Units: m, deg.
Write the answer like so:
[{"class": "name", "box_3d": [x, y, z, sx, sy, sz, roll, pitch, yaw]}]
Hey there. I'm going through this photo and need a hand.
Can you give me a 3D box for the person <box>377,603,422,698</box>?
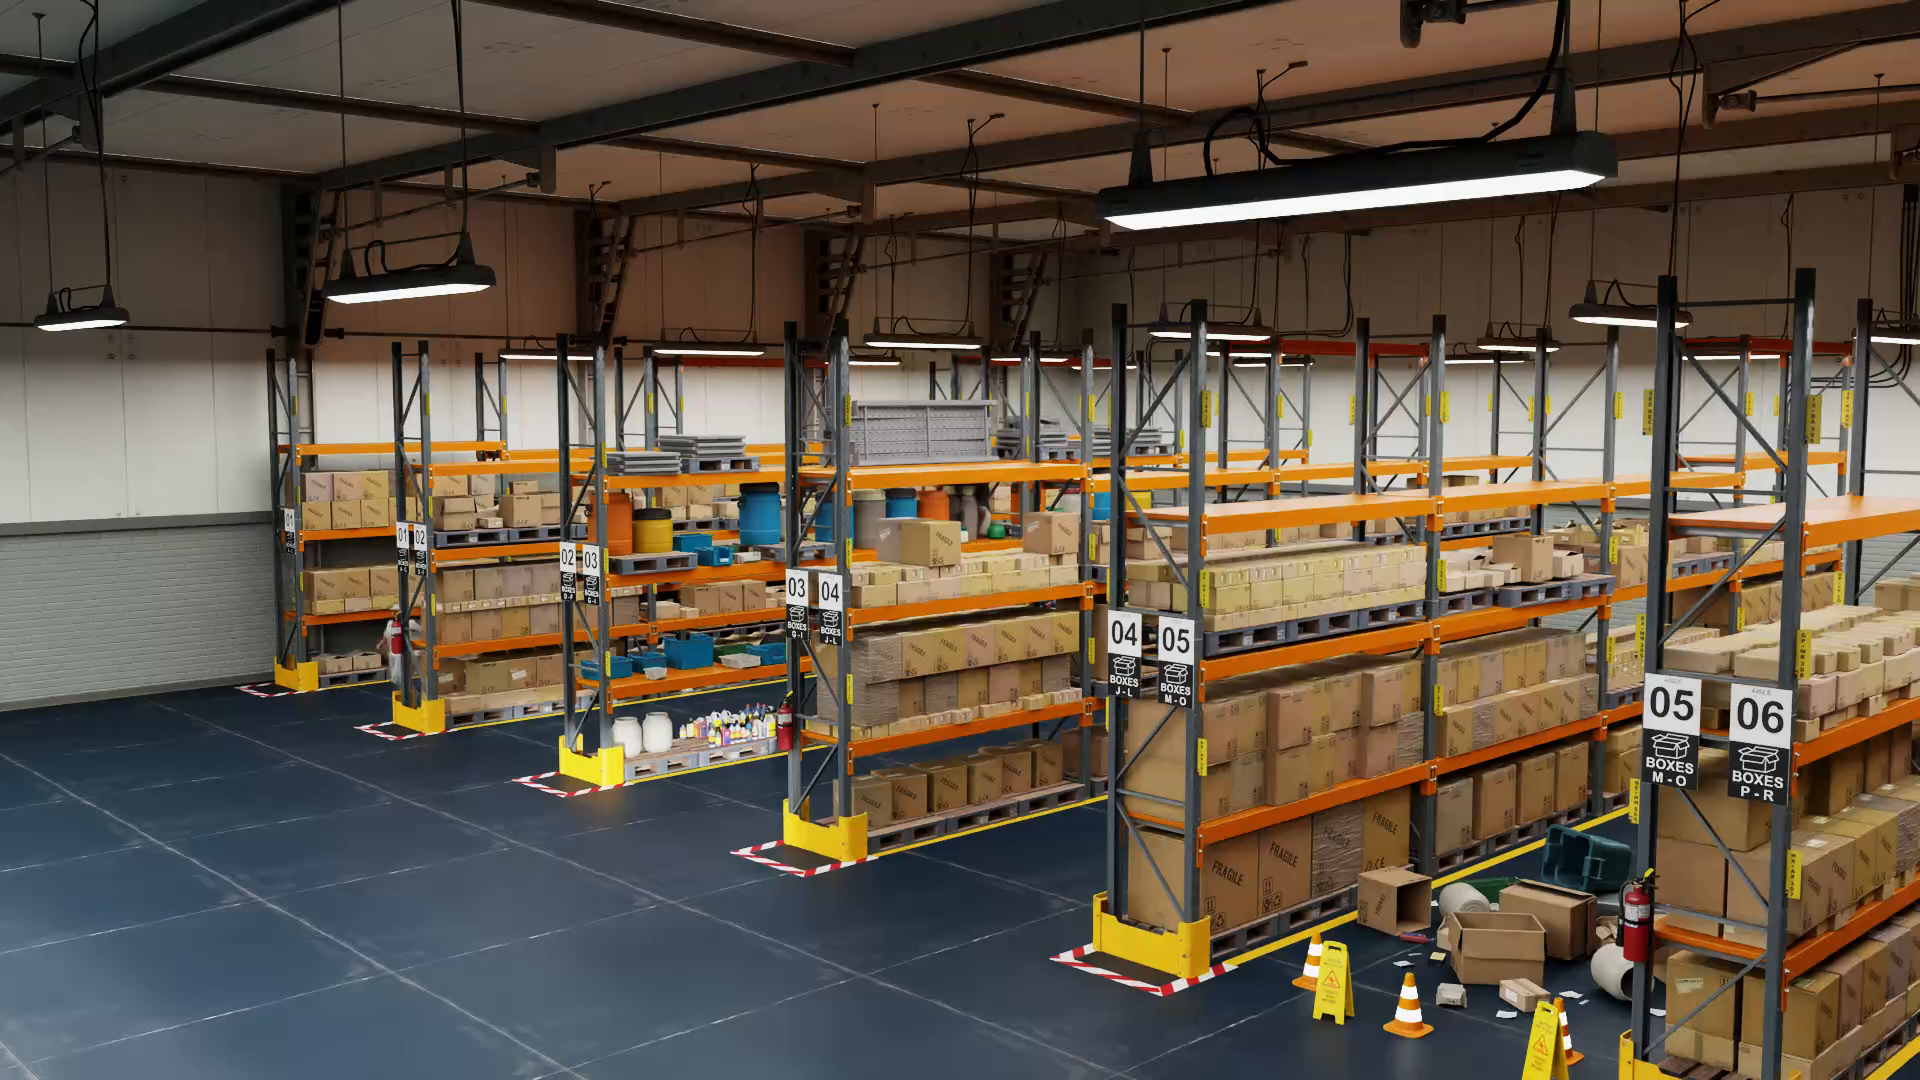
[{"class": "person", "box_3d": [-9.207, 1.931, 27.276, 0.716, 1.786, 0.661, 3, 6, 27]}]
